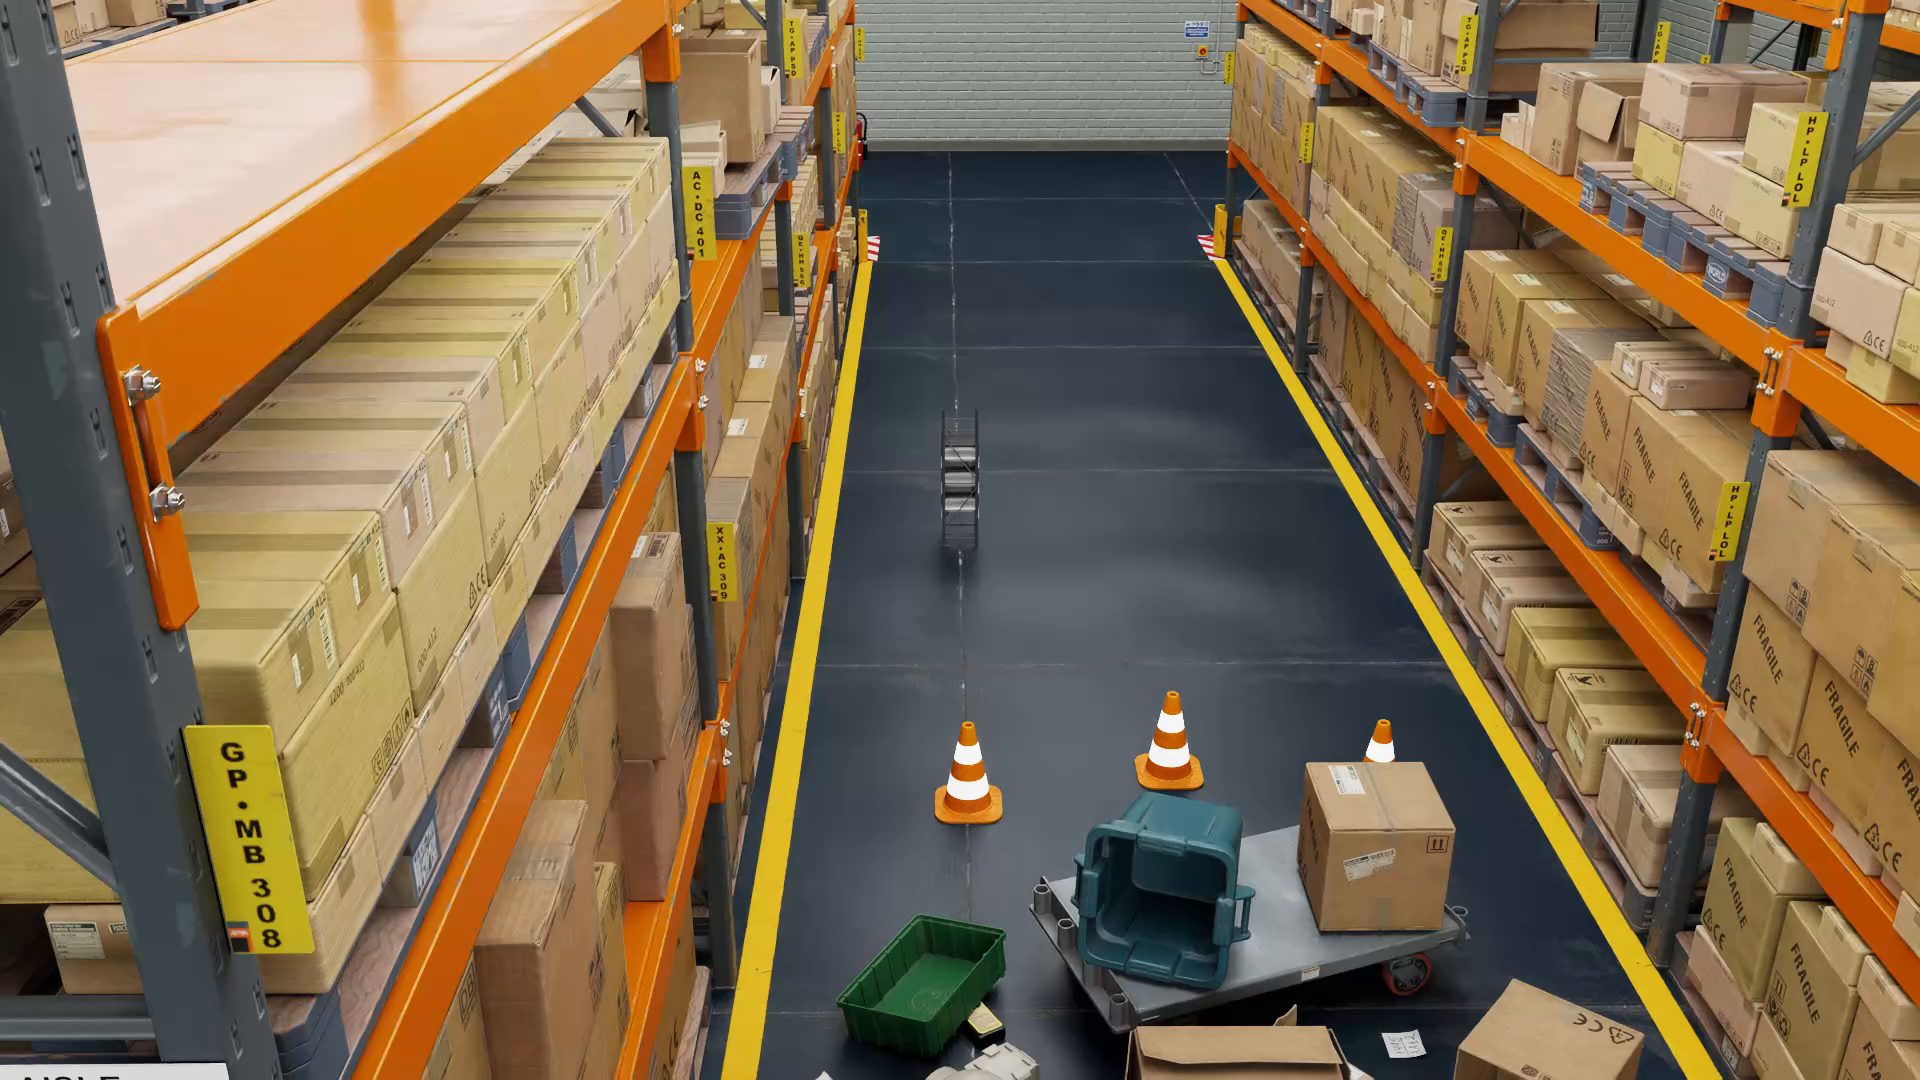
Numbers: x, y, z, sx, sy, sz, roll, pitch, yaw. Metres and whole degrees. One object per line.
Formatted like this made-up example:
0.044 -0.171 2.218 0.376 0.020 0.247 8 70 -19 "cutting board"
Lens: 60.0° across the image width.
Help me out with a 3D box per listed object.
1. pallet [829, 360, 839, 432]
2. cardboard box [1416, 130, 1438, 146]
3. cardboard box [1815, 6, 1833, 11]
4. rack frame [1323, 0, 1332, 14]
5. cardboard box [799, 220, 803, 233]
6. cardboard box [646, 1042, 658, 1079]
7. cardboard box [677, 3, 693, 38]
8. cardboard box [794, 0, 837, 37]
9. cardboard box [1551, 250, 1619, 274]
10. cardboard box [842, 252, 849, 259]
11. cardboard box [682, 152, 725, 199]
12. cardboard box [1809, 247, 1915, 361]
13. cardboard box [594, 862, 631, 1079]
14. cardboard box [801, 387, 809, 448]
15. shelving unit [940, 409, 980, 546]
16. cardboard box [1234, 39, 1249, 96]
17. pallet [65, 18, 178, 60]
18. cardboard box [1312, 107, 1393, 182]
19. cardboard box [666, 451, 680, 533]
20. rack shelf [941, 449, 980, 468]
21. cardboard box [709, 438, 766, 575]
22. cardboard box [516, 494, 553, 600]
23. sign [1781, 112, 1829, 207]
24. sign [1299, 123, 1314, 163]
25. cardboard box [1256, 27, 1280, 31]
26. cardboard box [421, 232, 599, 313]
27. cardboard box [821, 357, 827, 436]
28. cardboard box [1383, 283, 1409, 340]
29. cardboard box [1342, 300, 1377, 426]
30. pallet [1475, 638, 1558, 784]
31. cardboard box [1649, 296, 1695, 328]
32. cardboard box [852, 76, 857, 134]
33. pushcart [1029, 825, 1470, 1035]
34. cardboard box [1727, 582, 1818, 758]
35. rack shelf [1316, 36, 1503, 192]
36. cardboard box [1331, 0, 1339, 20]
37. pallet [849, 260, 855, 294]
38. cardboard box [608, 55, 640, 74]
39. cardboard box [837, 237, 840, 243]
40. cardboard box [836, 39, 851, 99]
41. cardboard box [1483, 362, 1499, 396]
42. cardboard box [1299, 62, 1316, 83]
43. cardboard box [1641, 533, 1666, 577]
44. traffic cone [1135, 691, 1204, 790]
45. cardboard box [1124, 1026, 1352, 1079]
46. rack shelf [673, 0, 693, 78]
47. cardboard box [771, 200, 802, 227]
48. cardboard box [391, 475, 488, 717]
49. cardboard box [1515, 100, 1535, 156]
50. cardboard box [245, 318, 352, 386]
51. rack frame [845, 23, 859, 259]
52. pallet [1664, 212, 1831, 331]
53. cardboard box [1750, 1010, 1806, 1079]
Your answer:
-1.530 -1.187 13.618 1.003 0.211 1.213 0 24 -1 "pallet"
3.663 -2.738 12.329 0.500 0.500 0.500 0 24 1 "cardboard box"
8.026 -4.899 15.108 0.380 0.149 0.250 0 24 1 "cardboard box"
3.408 -5.576 12.658 1.000 3.000 0.127 0 24 -1 "rack frame"
-1.324 -2.184 11.874 0.380 0.149 0.250 1 24 1 "cardboard box"
-1.503 1.926 5.420 0.875 0.875 0.875 0 24 0 "cardboard box"
-1.761 -3.057 9.678 0.396 0.266 0.258 0 24 -1 "cardboard box"
-1.281 -4.269 13.590 0.500 0.250 0.500 1 24 2 "cardboard box"
3.735 -1.380 9.670 0.500 0.500 0.500 -1 24 -2 "cardboard box"
-1.283 -2.705 16.180 0.380 0.149 0.250 1 24 2 "cardboard box"
-1.208 -1.550 7.070 0.380 0.149 0.250 0 24 -1 "cardboard box"
3.227 -0.797 5.553 0.500 0.250 0.500 -1 24 -2 "cardboard box"
-1.414 1.269 4.621 0.875 0.550 0.500 0 24 -1 "cardboard box"
-1.262 -0.809 11.013 0.500 0.250 0.500 -1 24 -3 "cardboard box"
0.000 -0.413 11.072 0.258 0.900 0.210 0 24 -1 "shelving unit"
3.085 -4.792 16.872 0.500 0.500 0.500 -1 24 -2 "cardboard box"
-6.442 -3.700 12.382 0.805 0.209 1.217 -1 24 -3 "pallet"
3.126 -3.161 13.264 0.500 0.500 0.500 0 24 0 "cardboard box"
-1.464 -0.187 6.690 0.700 0.500 0.500 -1 24 -1 "cardboard box"
0.000 -0.547 11.012 0.258 0.077 0.200 0 24 -1 "rack shelf"
-1.199 -0.159 7.841 0.500 0.500 0.500 0 24 -1 "cardboard box"
-1.106 0.015 3.612 0.380 0.149 0.250 0 24 -1 "cardboard box"
2.941 -1.323 5.791 0.100 0.325 0.005 0 24 -1 "sign"
2.853 -3.270 13.692 0.100 0.325 0.005 0 24 -1 "sign"
3.166 -5.032 16.614 0.380 0.149 0.250 0 24 1 "cardboard box"
-1.117 -0.665 4.146 0.380 0.149 0.250 -1 24 -1 "cardboard box"
-1.274 -1.104 12.575 0.500 0.500 0.500 -1 24 -2 "cardboard box"
3.165 -1.543 11.204 0.500 0.250 0.500 0 24 0 "cardboard box"
3.513 -1.438 12.858 0.875 0.875 0.875 0 24 1 "cardboard box"
3.469 0.900 9.004 1.003 0.211 1.213 0 24 -1 "pallet"
3.752 -1.189 8.460 0.380 0.149 0.250 -1 24 -3 "cardboard box"
-1.322 -4.424 16.908 0.500 0.500 0.500 0 24 1 "cardboard box"
1.216 1.680 7.078 1.648 0.377 0.936 -9 26 -19 "pushcart"
3.222 0.456 6.120 0.500 0.500 0.500 0 24 -1 "cardboard box"
3.430 -3.057 11.602 1.077 0.370 4.000 0 24 -1 "rack shelf"
3.064 -4.131 12.758 0.396 0.266 0.258 0 24 -1 "cardboard box"
-1.610 -2.790 17.162 1.003 0.211 1.213 0 24 -1 "pallet"
-1.709 -2.394 8.740 0.500 0.311 0.500 0 24 0 "cardboard box"
-1.360 -2.836 16.110 0.380 0.149 0.250 -1 24 -2 "cardboard box"
-1.310 -4.453 15.760 0.500 0.500 0.500 1 24 2 "cardboard box"
3.196 -0.906 9.409 0.380 0.149 0.250 -2 24 -4 "cardboard box"
3.179 -4.080 14.510 0.380 0.149 0.250 0 24 -1 "cardboard box"
3.229 0.058 7.277 0.380 0.149 0.250 -1 24 -2 "cardboard box"
1.079 0.991 8.498 0.336 0.463 0.334 0 24 -1 "traffic cone"
0.970 2.080 5.875 0.797 0.637 0.503 0 24 -1 "cardboard box"
-1.475 -2.529 7.281 1.077 0.370 4.000 0 24 -1 "rack shelf"
-1.323 -2.314 11.799 0.380 0.149 0.250 -1 24 -1 "cardboard box"
-1.165 0.086 2.969 0.500 0.250 0.500 -1 24 -1 "cardboard box"
3.288 -2.264 9.138 0.396 0.266 0.258 0 24 -1 "cardboard box"
-1.708 -0.325 3.880 0.500 0.250 0.500 0 24 0 "cardboard box"
-1.584 -4.427 17.397 1.000 3.000 0.127 0 24 -1 "rack frame"
3.595 -1.082 6.589 1.213 0.211 1.003 0 24 -1 "pallet"
3.249 1.980 6.059 0.500 0.250 0.500 1 24 2 "cardboard box"
